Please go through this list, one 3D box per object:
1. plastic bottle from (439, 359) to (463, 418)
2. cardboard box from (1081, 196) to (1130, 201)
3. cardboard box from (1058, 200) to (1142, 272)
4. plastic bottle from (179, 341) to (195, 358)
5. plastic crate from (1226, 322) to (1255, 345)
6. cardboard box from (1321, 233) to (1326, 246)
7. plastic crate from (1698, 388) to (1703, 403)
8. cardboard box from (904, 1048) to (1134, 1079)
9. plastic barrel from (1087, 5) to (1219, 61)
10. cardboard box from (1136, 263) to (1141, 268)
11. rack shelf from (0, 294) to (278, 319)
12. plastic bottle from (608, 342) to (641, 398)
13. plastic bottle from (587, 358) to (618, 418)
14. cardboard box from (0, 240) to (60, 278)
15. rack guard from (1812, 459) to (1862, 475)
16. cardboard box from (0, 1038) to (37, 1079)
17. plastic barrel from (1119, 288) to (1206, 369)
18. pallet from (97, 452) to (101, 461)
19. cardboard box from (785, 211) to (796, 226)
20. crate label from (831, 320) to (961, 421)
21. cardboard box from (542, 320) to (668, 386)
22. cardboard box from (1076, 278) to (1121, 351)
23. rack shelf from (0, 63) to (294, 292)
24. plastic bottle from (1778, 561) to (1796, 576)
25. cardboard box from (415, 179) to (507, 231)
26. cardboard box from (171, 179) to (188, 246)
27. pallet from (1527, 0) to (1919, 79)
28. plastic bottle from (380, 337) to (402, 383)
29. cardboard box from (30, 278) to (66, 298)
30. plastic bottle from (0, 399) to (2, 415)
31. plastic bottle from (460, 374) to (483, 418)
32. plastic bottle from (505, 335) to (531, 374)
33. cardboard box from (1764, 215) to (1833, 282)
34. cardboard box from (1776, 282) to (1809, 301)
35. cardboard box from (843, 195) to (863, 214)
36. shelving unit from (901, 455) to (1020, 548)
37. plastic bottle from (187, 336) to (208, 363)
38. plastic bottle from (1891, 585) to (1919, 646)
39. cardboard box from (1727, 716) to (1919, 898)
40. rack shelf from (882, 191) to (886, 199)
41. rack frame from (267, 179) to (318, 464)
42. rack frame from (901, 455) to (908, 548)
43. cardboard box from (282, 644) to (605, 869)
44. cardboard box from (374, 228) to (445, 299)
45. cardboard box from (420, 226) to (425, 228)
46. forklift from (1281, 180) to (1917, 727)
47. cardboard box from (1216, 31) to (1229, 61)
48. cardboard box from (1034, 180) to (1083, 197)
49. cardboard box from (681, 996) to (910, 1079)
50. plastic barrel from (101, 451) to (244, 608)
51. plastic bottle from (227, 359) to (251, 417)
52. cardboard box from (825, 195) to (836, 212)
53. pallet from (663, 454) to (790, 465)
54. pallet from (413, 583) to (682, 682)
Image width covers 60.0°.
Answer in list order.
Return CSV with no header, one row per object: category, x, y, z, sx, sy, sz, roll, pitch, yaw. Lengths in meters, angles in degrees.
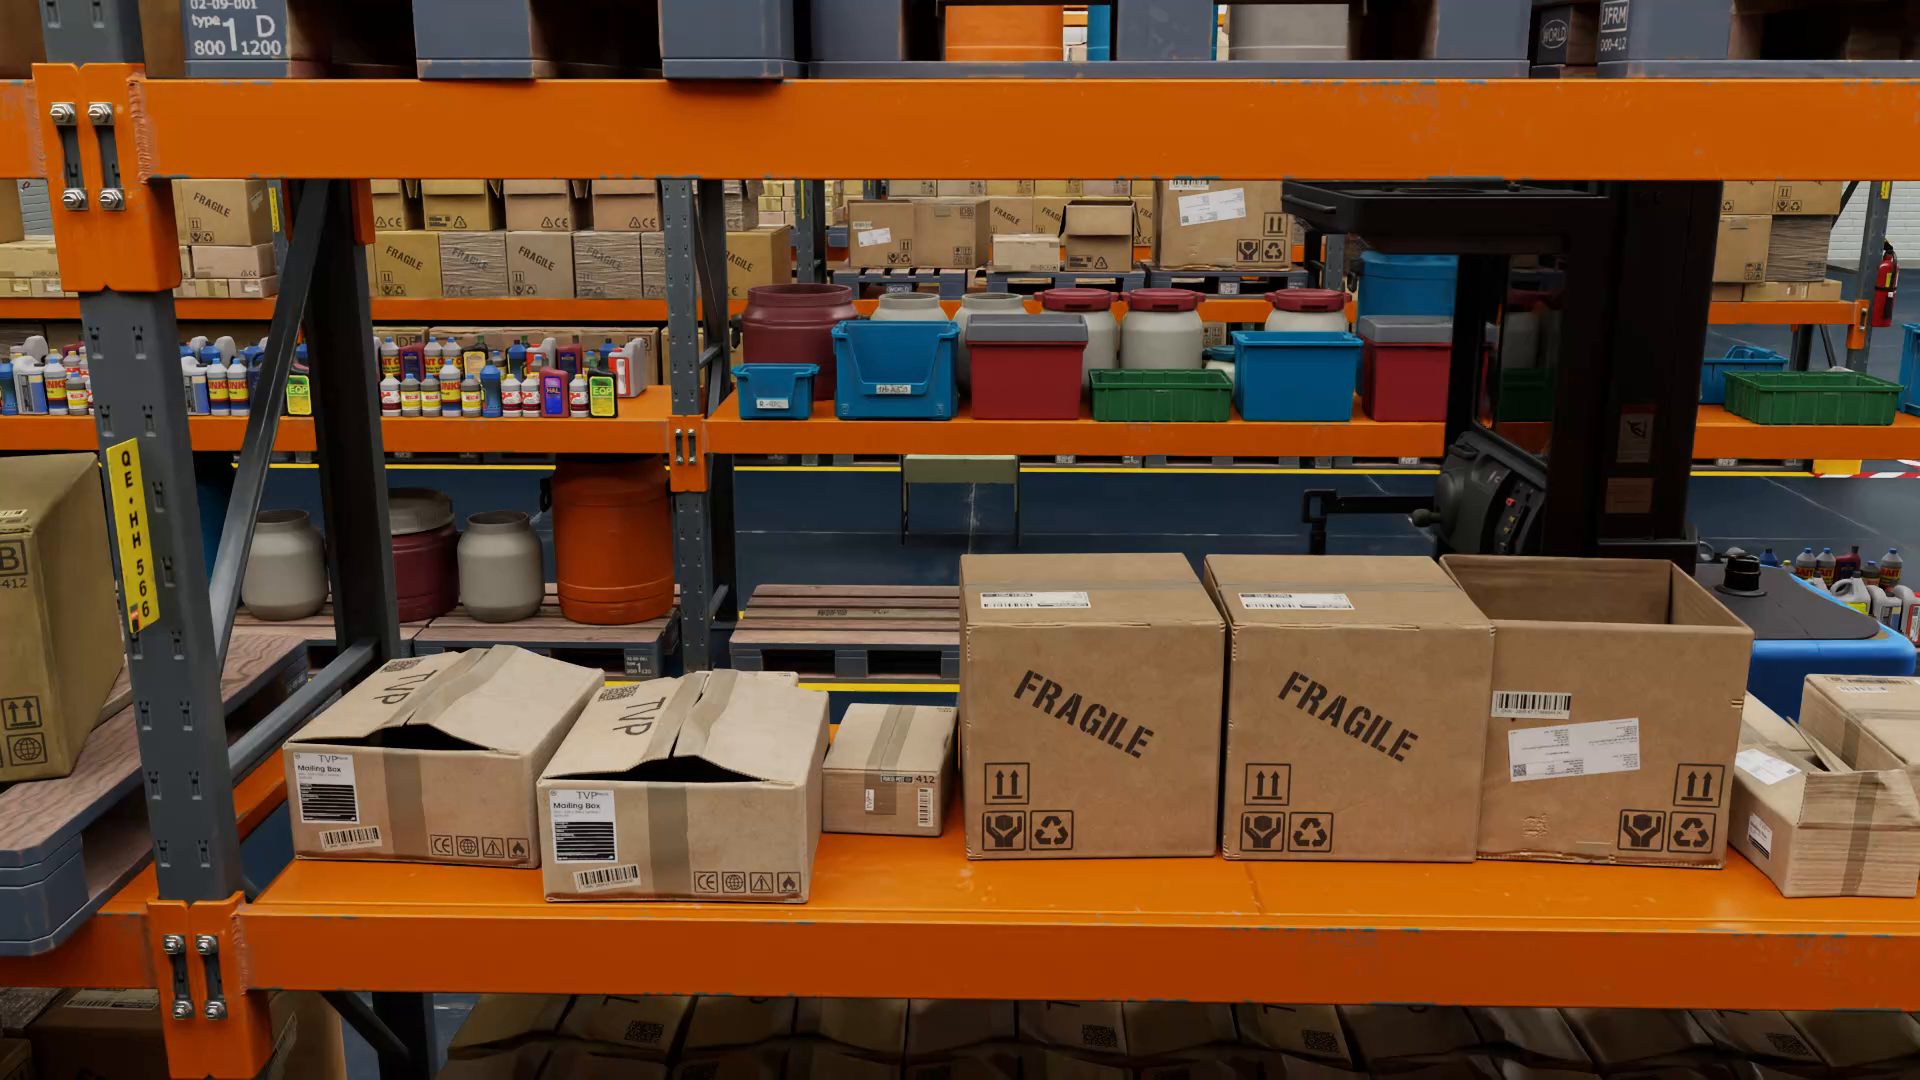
plastic bottle,-2.442,-0.729,7.975,0.097,0.271,0.097,0,15,0
cardboard box,1.522,-3.379,17.572,0.500,0.500,0.500,1,15,2
cardboard box,1.098,-2.365,12.900,0.637,0.503,0.797,2,15,7
plastic bottle,-4.004,-0.894,8.600,0.097,0.271,0.097,0,15,0
plastic crate,3.268,-2.390,19.419,0.662,0.188,0.450,9,27,30
cardboard box,3.981,-3.464,17.797,0.550,0.550,0.875,0,15,1
plastic crate,3.227,-0.796,8.098,0.504,0.338,0.767,0,15,1
cardboard box,0.129,1.314,3.446,0.500,0.311,0.500,0,15,0
plastic barrel,0.885,-2.511,7.614,0.708,0.901,0.600,0,15,1
cardboard box,2.562,-3.587,22.885,0.625,0.372,0.950,1,15,2
rack shelf,-7.163,-1.842,13.352,4.000,0.370,1.077,0,15,1
plastic bottle,-1.720,-0.874,8.517,0.135,0.276,0.152,0,15,1
plastic bottle,-1.707,-0.725,7.937,0.133,0.283,0.061,0,15,1
cardboard box,-7.146,-2.194,12.988,0.500,0.250,0.500,0,15,0
rack guard,6.756,-0.891,13.235,0.348,0.500,1.175,0,15,1
cardboard box,-2.363,1.425,3.596,0.500,0.500,0.500,1,15,4
plastic barrel,1.023,-0.994,8.462,0.433,0.535,0.433,0,15,0
pallet,-7.145,-0.861,13.689,1.213,0.211,1.003,0,15,1
cardboard box,-1.691,-3.385,17.458,0.250,0.149,0.380,0,15,1
crate label,-0.306,-0.829,8.034,0.616,0.435,0.502,0,15,1
cardboard box,-2.746,-1.344,13.396,0.875,0.875,1.225,0,15,2
cardboard box,1.474,-2.493,17.995,0.750,0.750,1.050,0,15,1
rack shelf,-3.421,-0.740,3.295,4.000,0.370,1.077,0,15,1
plastic bottle,4.359,0.210,8.787,0.097,0.201,0.097,0,15,0
cardboard box,-3.840,-2.701,13.034,0.637,0.503,0.797,1,15,2
cardboard box,-6.131,-2.550,12.866,0.500,0.500,0.500,1,15,2
pallet,1.694,-0.959,3.089,1.217,0.209,0.805,0,15,-1
plastic bottle,-2.986,-0.926,8.722,0.097,0.271,0.097,0,15,0
cardboard box,-7.016,-1.984,12.973,0.250,0.149,0.380,1,15,2
plastic bottle,-4.686,-0.710,8.039,0.097,0.201,0.097,0,15,0
plastic bottle,-2.345,-0.694,7.981,0.097,0.201,0.097,0,15,0
plastic bottle,-2.312,-0.932,8.722,0.133,0.283,0.061,0,15,1
cardboard box,6.283,-2.301,12.904,0.500,0.500,0.875,0,15,1
cardboard box,6.292,-1.928,12.761,0.250,0.149,0.380,0,15,1
cardboard box,-1.424,-4.543,22.472,0.500,0.250,0.500,0,15,-1
shelving unit,0.007,-0.725,10.649,0.755,1.500,0.431,0,15,1
plastic bottle,-4.019,-0.928,8.721,0.135,0.276,0.152,0,15,1
plastic bottle,4.607,0.360,8.073,0.135,0.276,0.152,0,15,2
cardboard box,1.693,0.508,3.299,0.258,0.266,0.396,0,15,0
rack shelf,-2.789,-5.609,27.630,4.000,0.370,1.077,0,15,1
rack frame,-5.164,-2.177,13.211,0.127,3.000,1.000,0,15,1
rack frame,-0.359,-0.728,10.658,0.023,1.500,0.400,0,15,1
cardboard box,-1.060,0.432,3.497,0.500,0.311,0.500,1,15,5
cardboard box,-4.208,-2.155,12.934,0.500,0.500,0.500,0,15,2
cardboard box,-4.195,-2.287,13.432,0.500,0.500,0.500,1,15,3
forklift,1.620,-0.167,5.726,3.031,2.935,1.130,0,15,-1
cardboard box,1.891,-3.694,12.521,0.258,0.266,0.396,1,15,3
cardboard box,1.040,-3.932,17.709,0.500,0.500,0.700,0,15,1
cardboard box,-0.373,1.173,3.981,0.500,0.311,0.500,0,15,1
plastic barrel,-4.039,-0.090,8.590,0.708,0.901,0.600,0,15,1
plastic bottle,-3.468,-0.735,8.000,0.097,0.271,0.097,0,15,0
cardboard box,-1.443,-3.528,17.417,0.250,0.149,0.380,1,15,3
pallet,-1.952,-0.827,13.560,1.213,0.211,1.003,0,15,1
pallet,-2.081,0.466,8.660,1.213,0.211,1.003,0,15,1
